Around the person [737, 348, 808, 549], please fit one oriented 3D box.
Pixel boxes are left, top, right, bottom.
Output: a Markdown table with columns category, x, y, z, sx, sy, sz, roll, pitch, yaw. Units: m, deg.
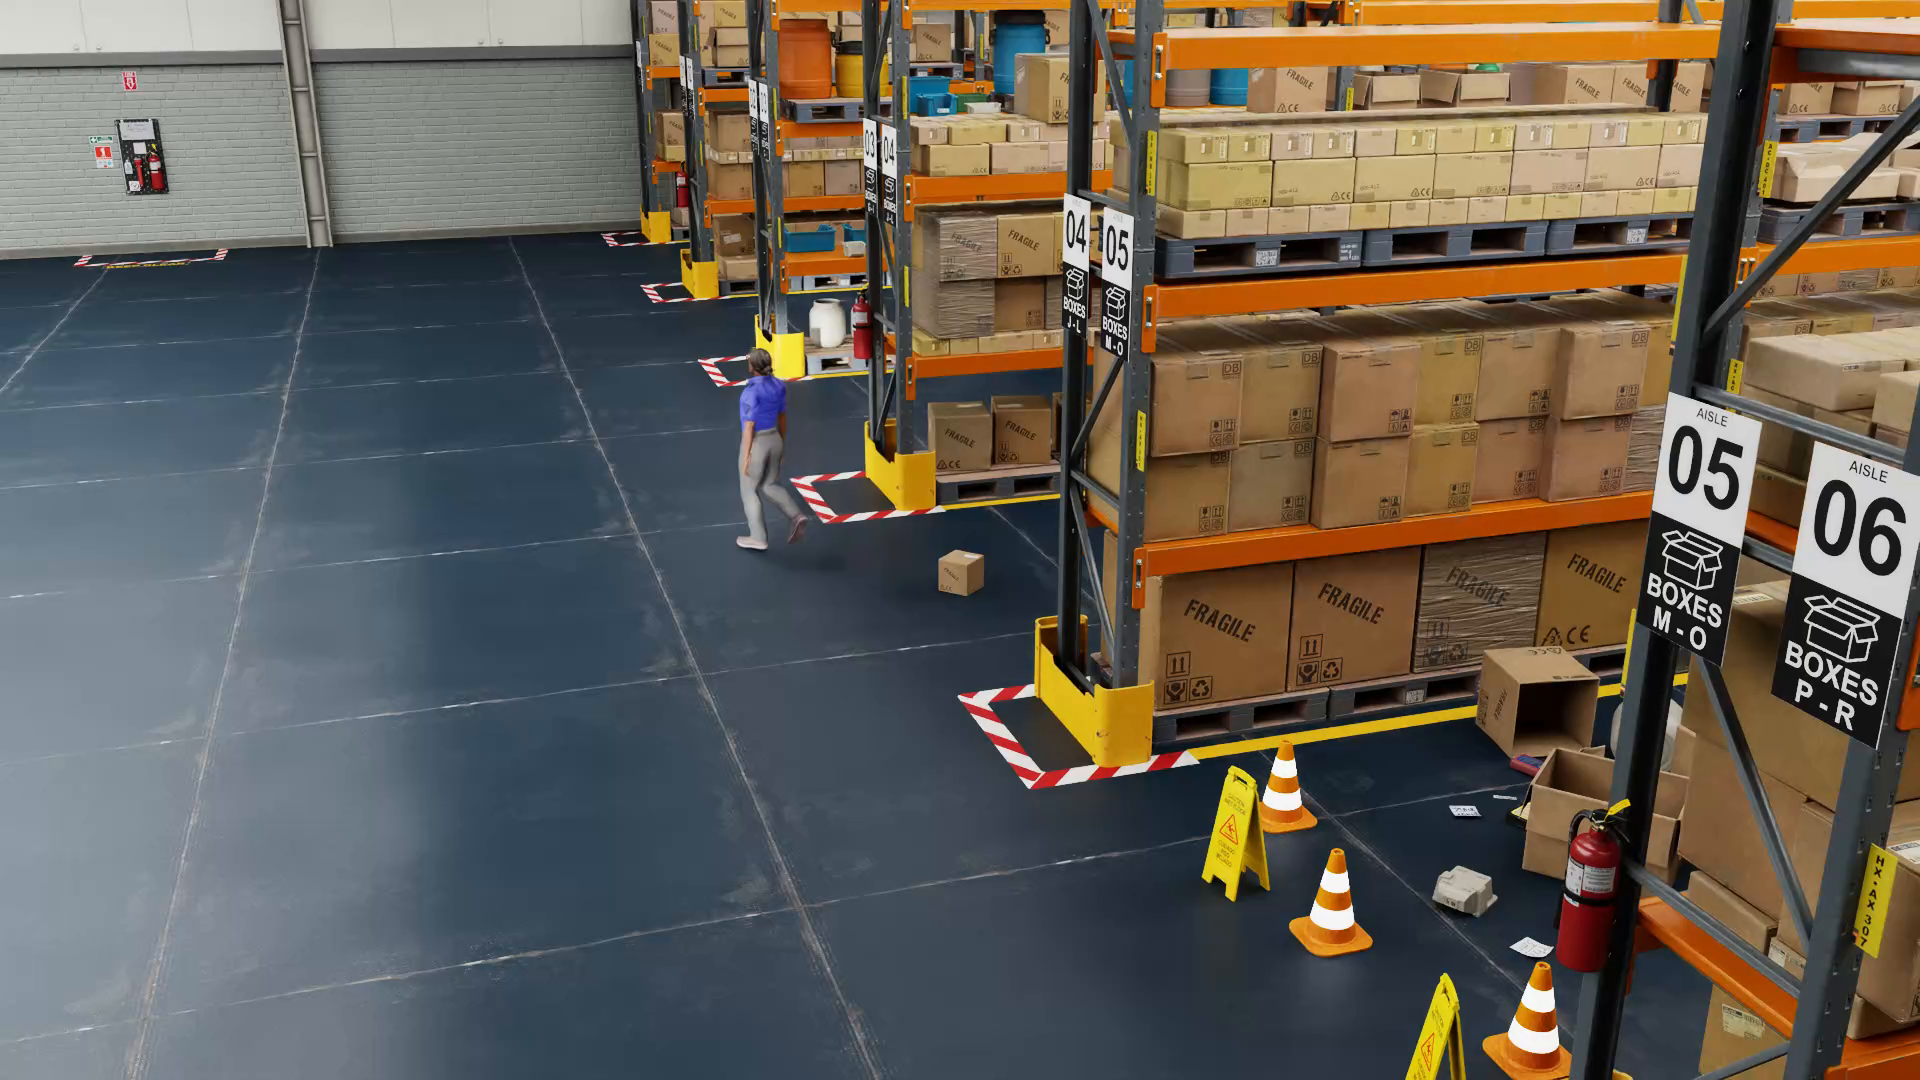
| category | x | y | z | sx | sy | sz | roll | pitch | yaw |
| --- | --- | --- | --- | --- | --- | --- | --- | --- | --- |
| person | -1.510 | -0.704 | 13.023 | 0.611 | 1.636 | 0.448 | 15 | 24 | 36 |
